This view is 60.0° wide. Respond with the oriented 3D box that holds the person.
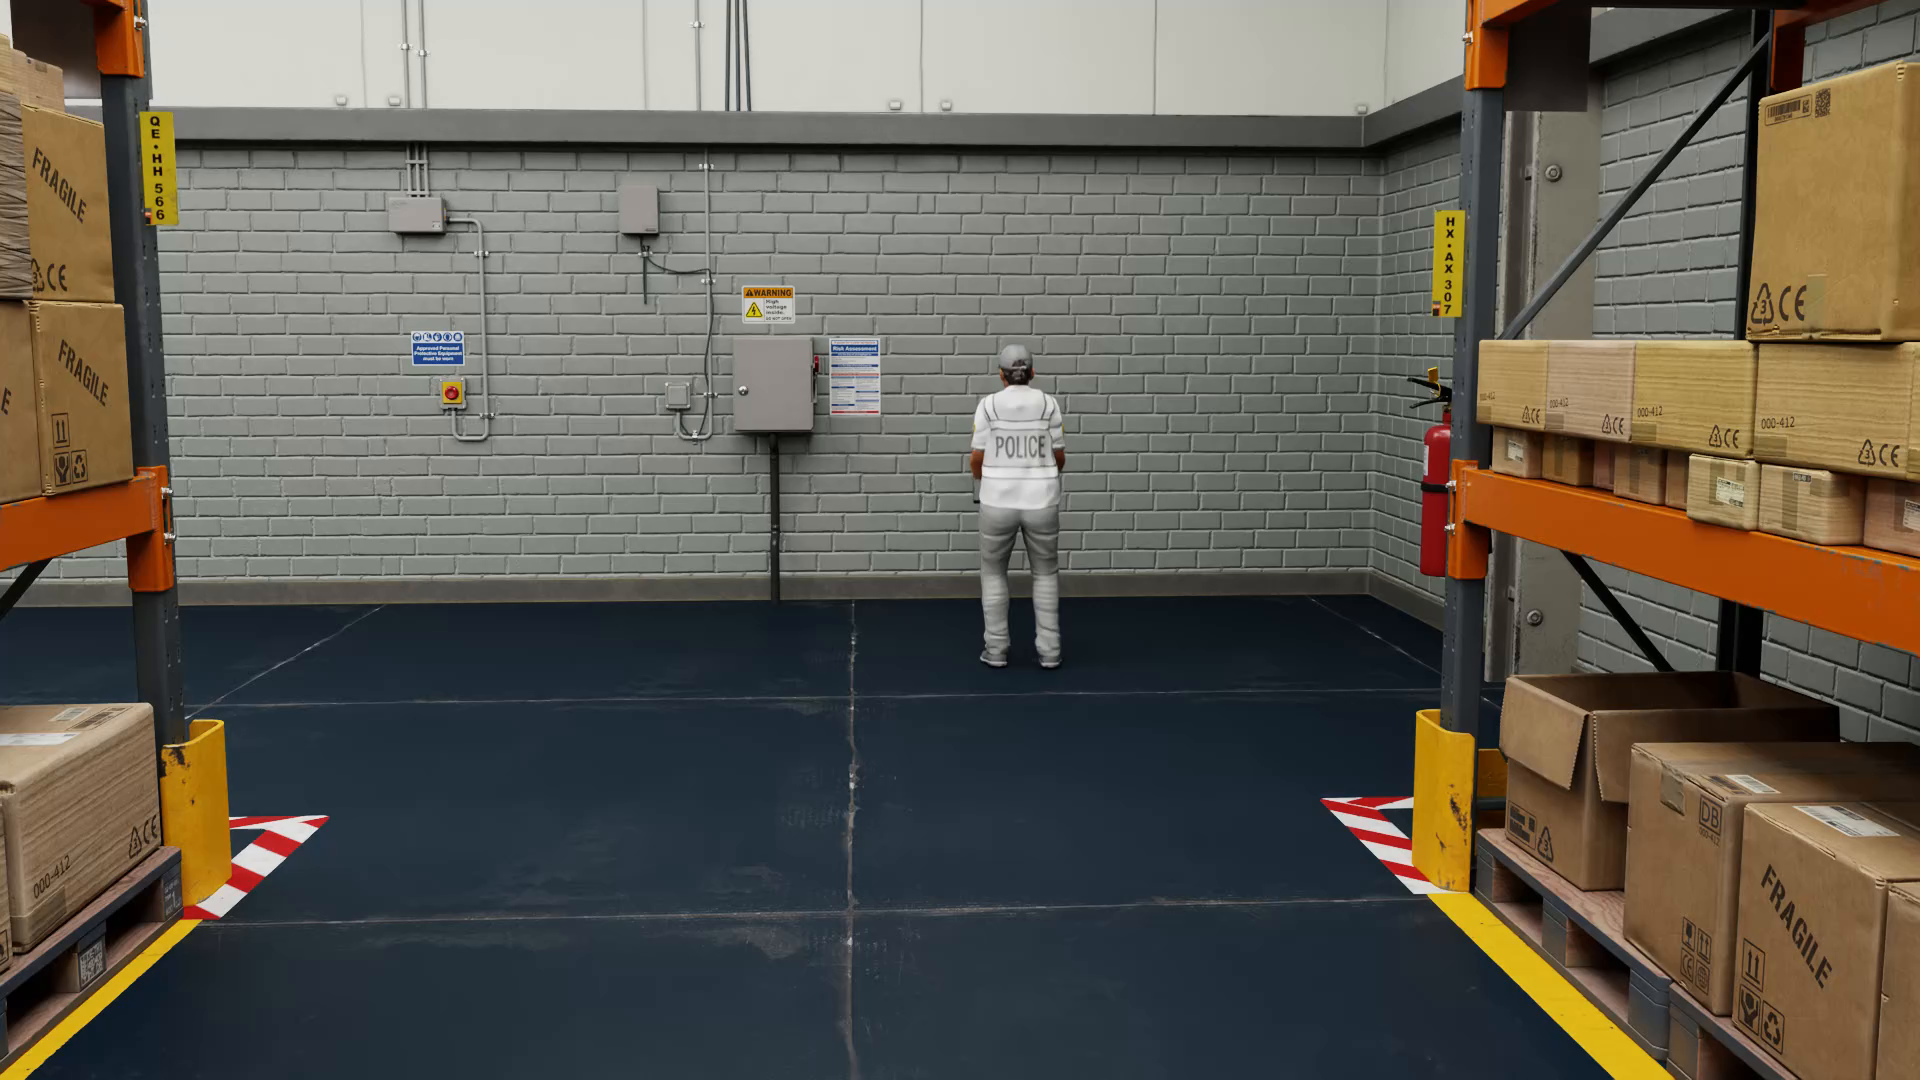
[{"bbox_3d":[0.299,-0.171,8.606,0.502,1.672,0.466,-1,7,-5],"label":"person"}]
